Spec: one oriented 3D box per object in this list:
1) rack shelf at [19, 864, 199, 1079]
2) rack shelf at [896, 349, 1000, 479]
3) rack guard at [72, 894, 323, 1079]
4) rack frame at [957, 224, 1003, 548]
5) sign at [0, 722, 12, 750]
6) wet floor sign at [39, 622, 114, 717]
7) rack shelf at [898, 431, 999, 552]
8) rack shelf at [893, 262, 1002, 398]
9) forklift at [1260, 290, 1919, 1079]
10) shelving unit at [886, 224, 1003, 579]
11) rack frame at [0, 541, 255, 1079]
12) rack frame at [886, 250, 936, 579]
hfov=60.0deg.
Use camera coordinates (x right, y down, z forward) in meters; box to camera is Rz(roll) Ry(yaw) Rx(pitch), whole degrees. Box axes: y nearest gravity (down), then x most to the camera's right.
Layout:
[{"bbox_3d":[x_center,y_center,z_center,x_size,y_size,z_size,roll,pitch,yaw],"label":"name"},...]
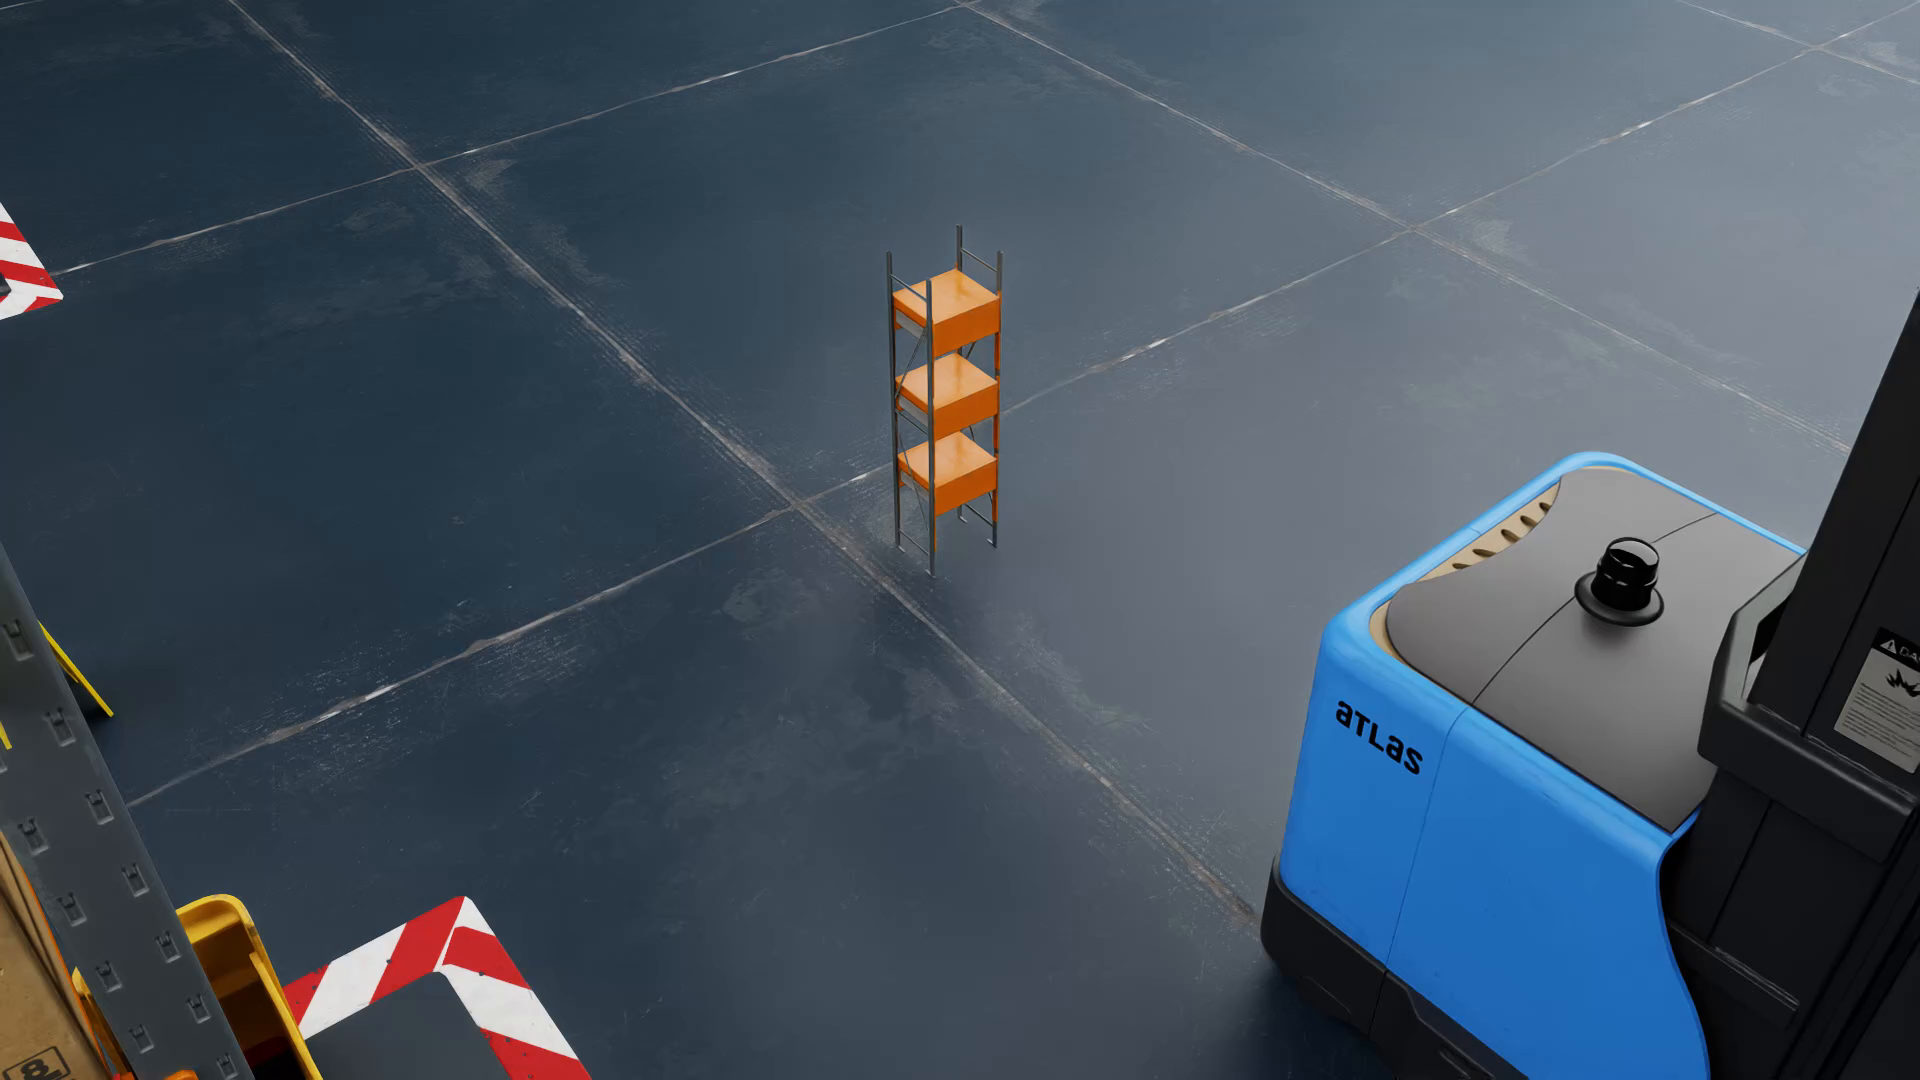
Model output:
[{"bbox_3d":[-2.946,1.385,1.764,4.000,0.370,1.077,-26,46,-28],"label":"rack shelf"},{"bbox_3d":[-0.042,-0.377,4.899,0.240,0.259,0.215,-26,46,-28],"label":"rack shelf"},{"bbox_3d":[-1.341,1.291,3.282,0.348,0.500,1.175,-26,46,-28],"label":"rack guard"},{"bbox_3d":[0.054,-0.432,4.949,0.008,1.050,0.200,-26,46,-28],"label":"rack frame"},{"bbox_3d":[-1.040,0.073,1.696,0.005,0.325,0.100,-26,46,-28],"label":"sign"},{"bbox_3d":[-2.544,0.237,4.452,0.267,0.644,0.232,30,48,31],"label":"wet floor sign"},{"bbox_3d":[-0.042,-0.162,5.075,0.240,0.259,0.215,-26,46,-28],"label":"rack shelf"},{"bbox_3d":[-0.042,-0.596,4.719,0.240,0.259,0.215,-26,46,-28],"label":"rack shelf"},{"bbox_3d":[2.064,0.374,2.484,1.130,2.935,3.031,-29,47,-30],"label":"forklift"},{"bbox_3d":[-0.042,-0.385,4.892,0.252,1.050,0.215,-26,46,-28],"label":"shelving unit"},{"bbox_3d":[-1.360,0.334,2.478,0.127,3.000,1.000,-26,46,-28],"label":"rack frame"},{"bbox_3d":[-0.139,-0.338,4.834,0.008,1.050,0.200,-26,46,-28],"label":"rack frame"}]
